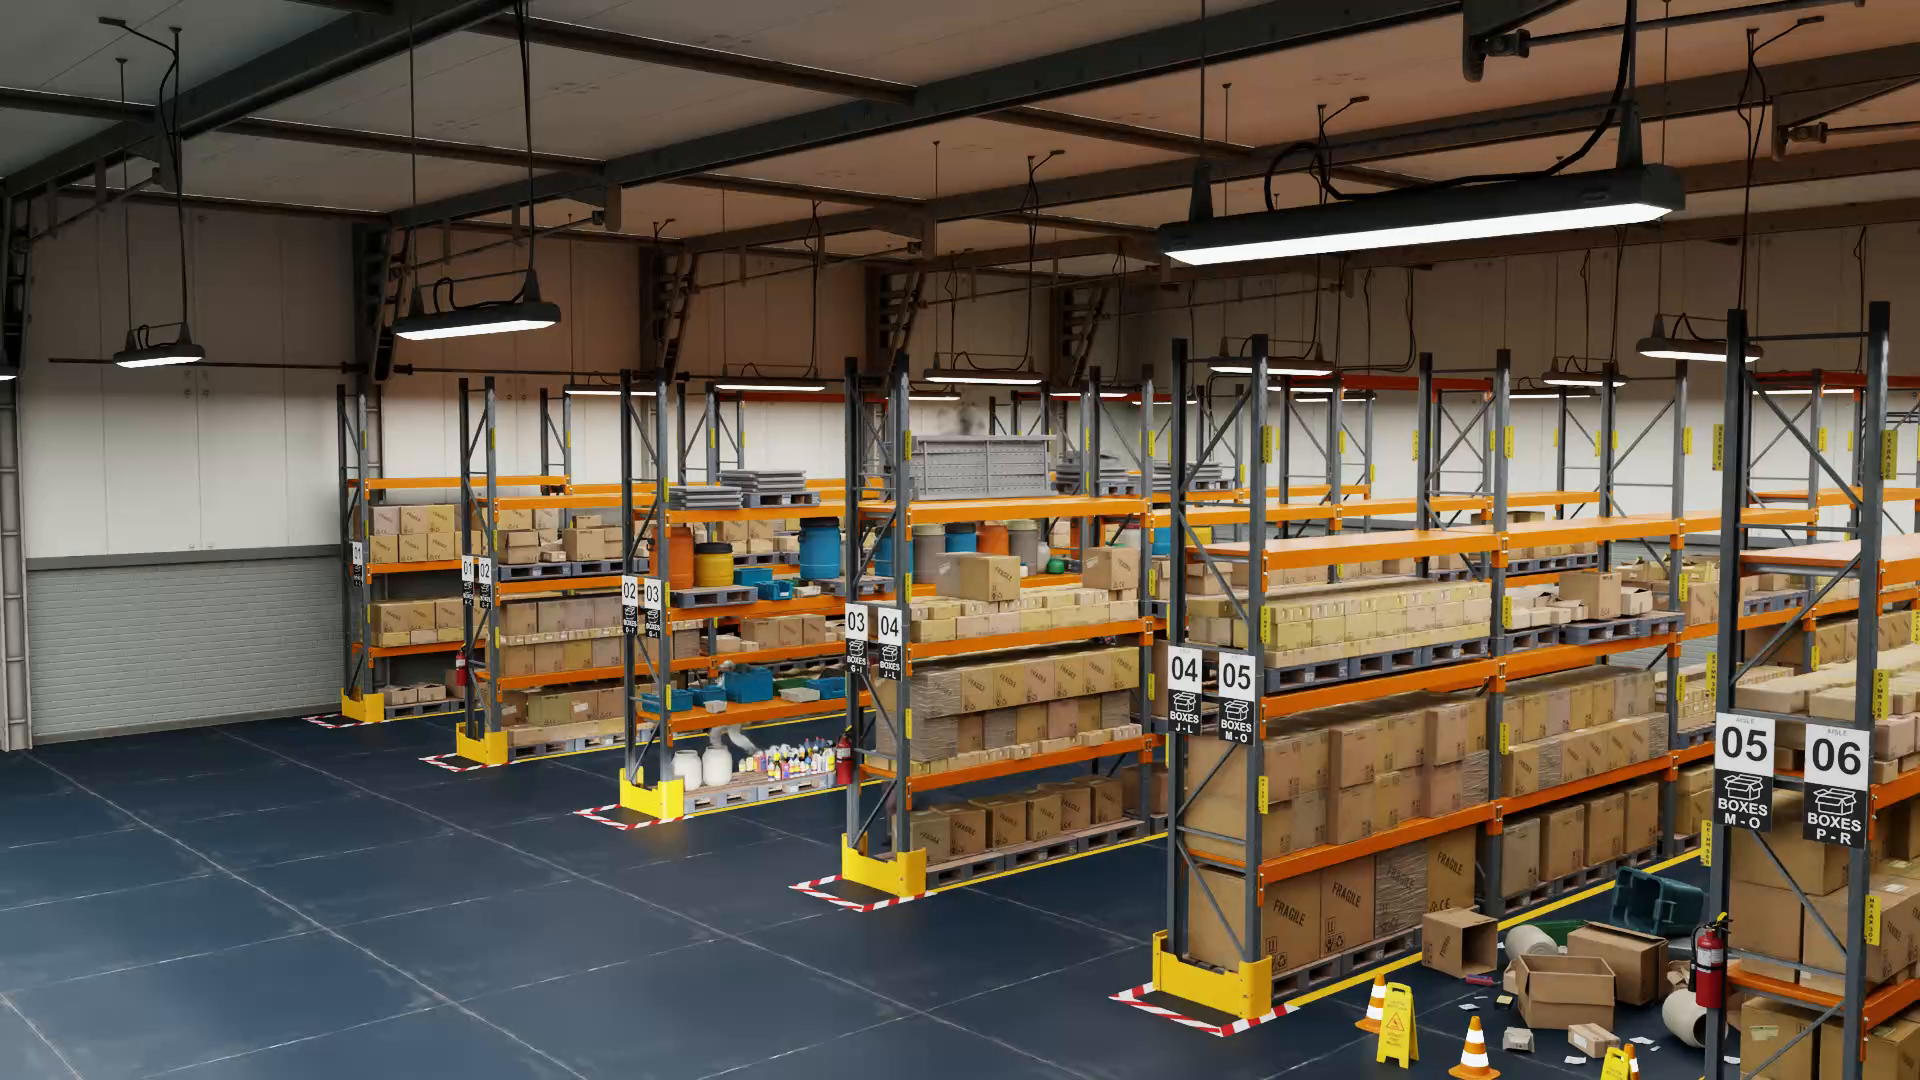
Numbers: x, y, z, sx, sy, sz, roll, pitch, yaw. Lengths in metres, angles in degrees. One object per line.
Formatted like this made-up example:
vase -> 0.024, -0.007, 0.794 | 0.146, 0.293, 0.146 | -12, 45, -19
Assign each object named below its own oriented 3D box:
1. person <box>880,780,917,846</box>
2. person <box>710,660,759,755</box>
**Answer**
person -> -0.750, 2.960, 20.954 | 0.663, 1.697, 0.756 | 3, 5, 38
person -> -3.539, 2.651, 25.388 | 0.943, 1.650, 0.608 | -3, 5, -42
